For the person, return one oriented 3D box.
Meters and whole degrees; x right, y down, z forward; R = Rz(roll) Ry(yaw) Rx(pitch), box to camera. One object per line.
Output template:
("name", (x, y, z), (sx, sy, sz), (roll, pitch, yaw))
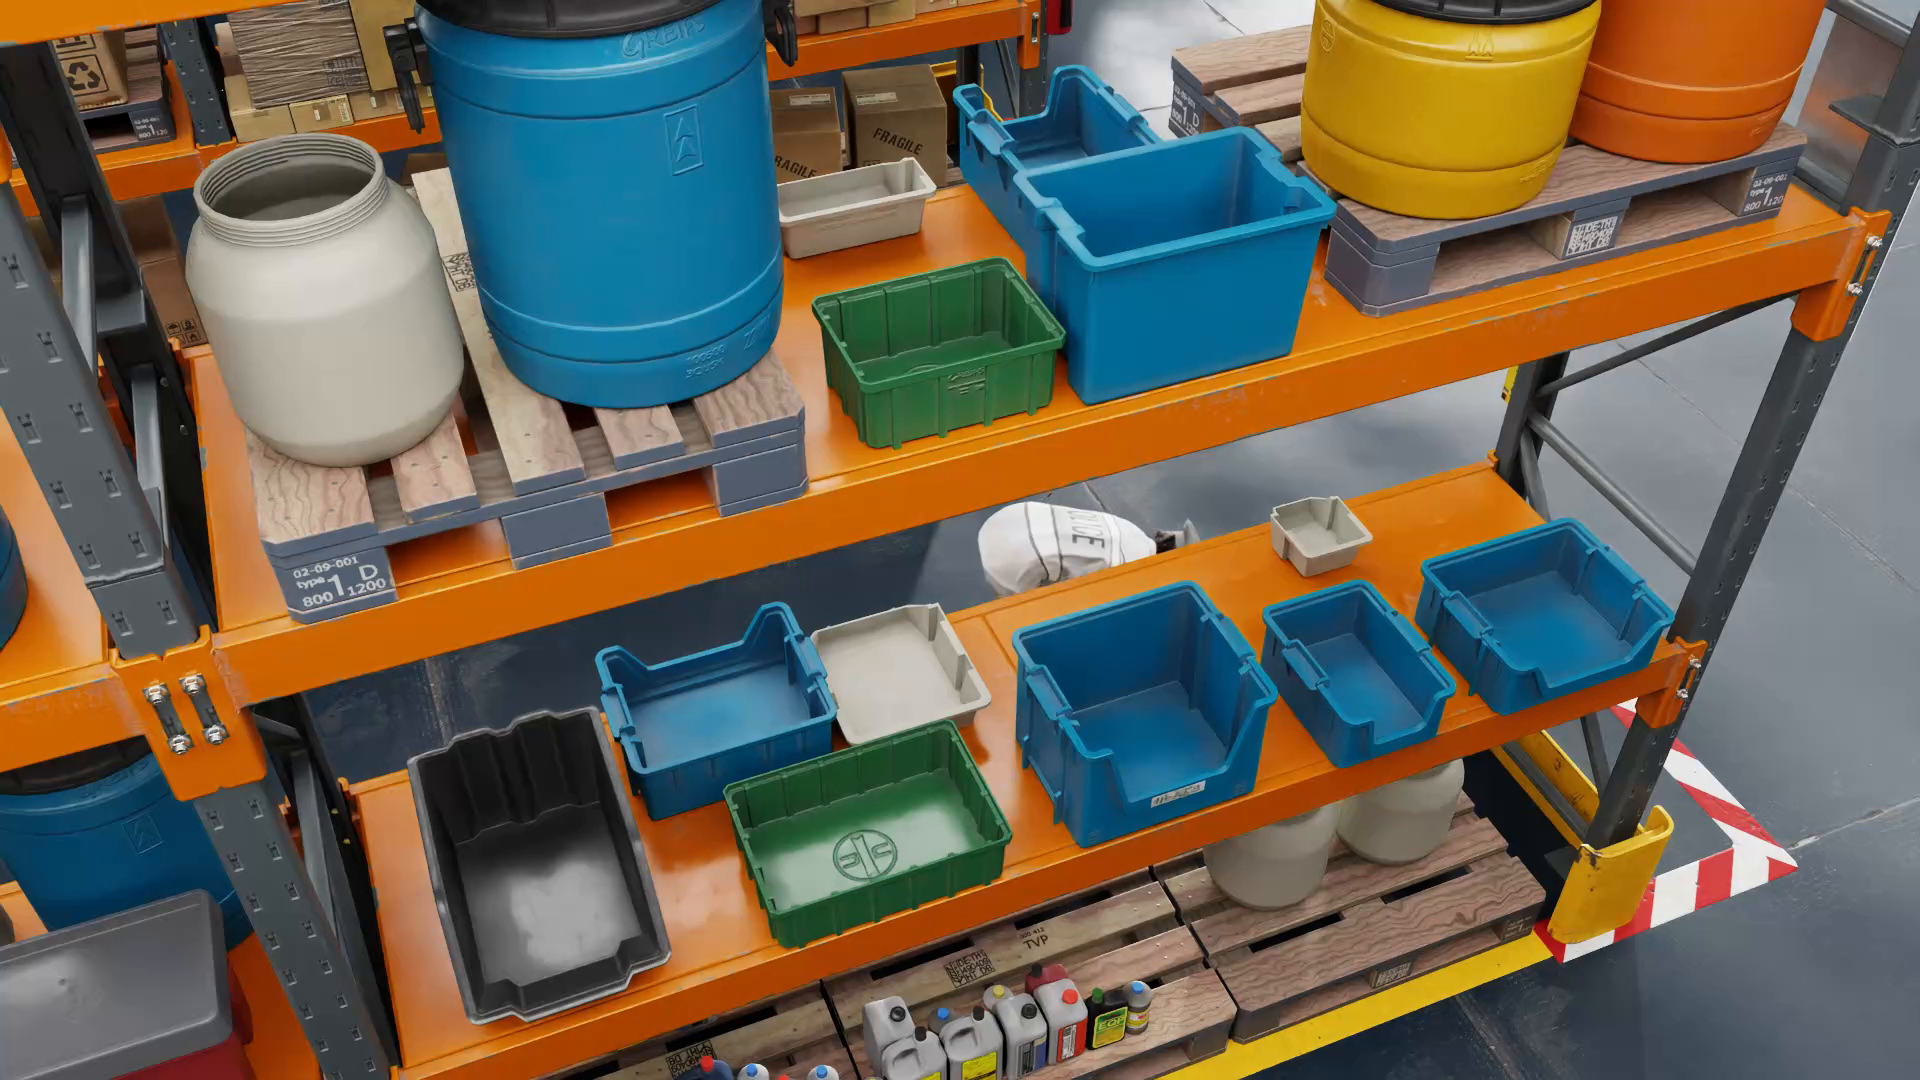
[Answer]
("person", (0.517, 0.219, 6.549), (0.892, 0.855, 0.448), (-4, 42, -5))
